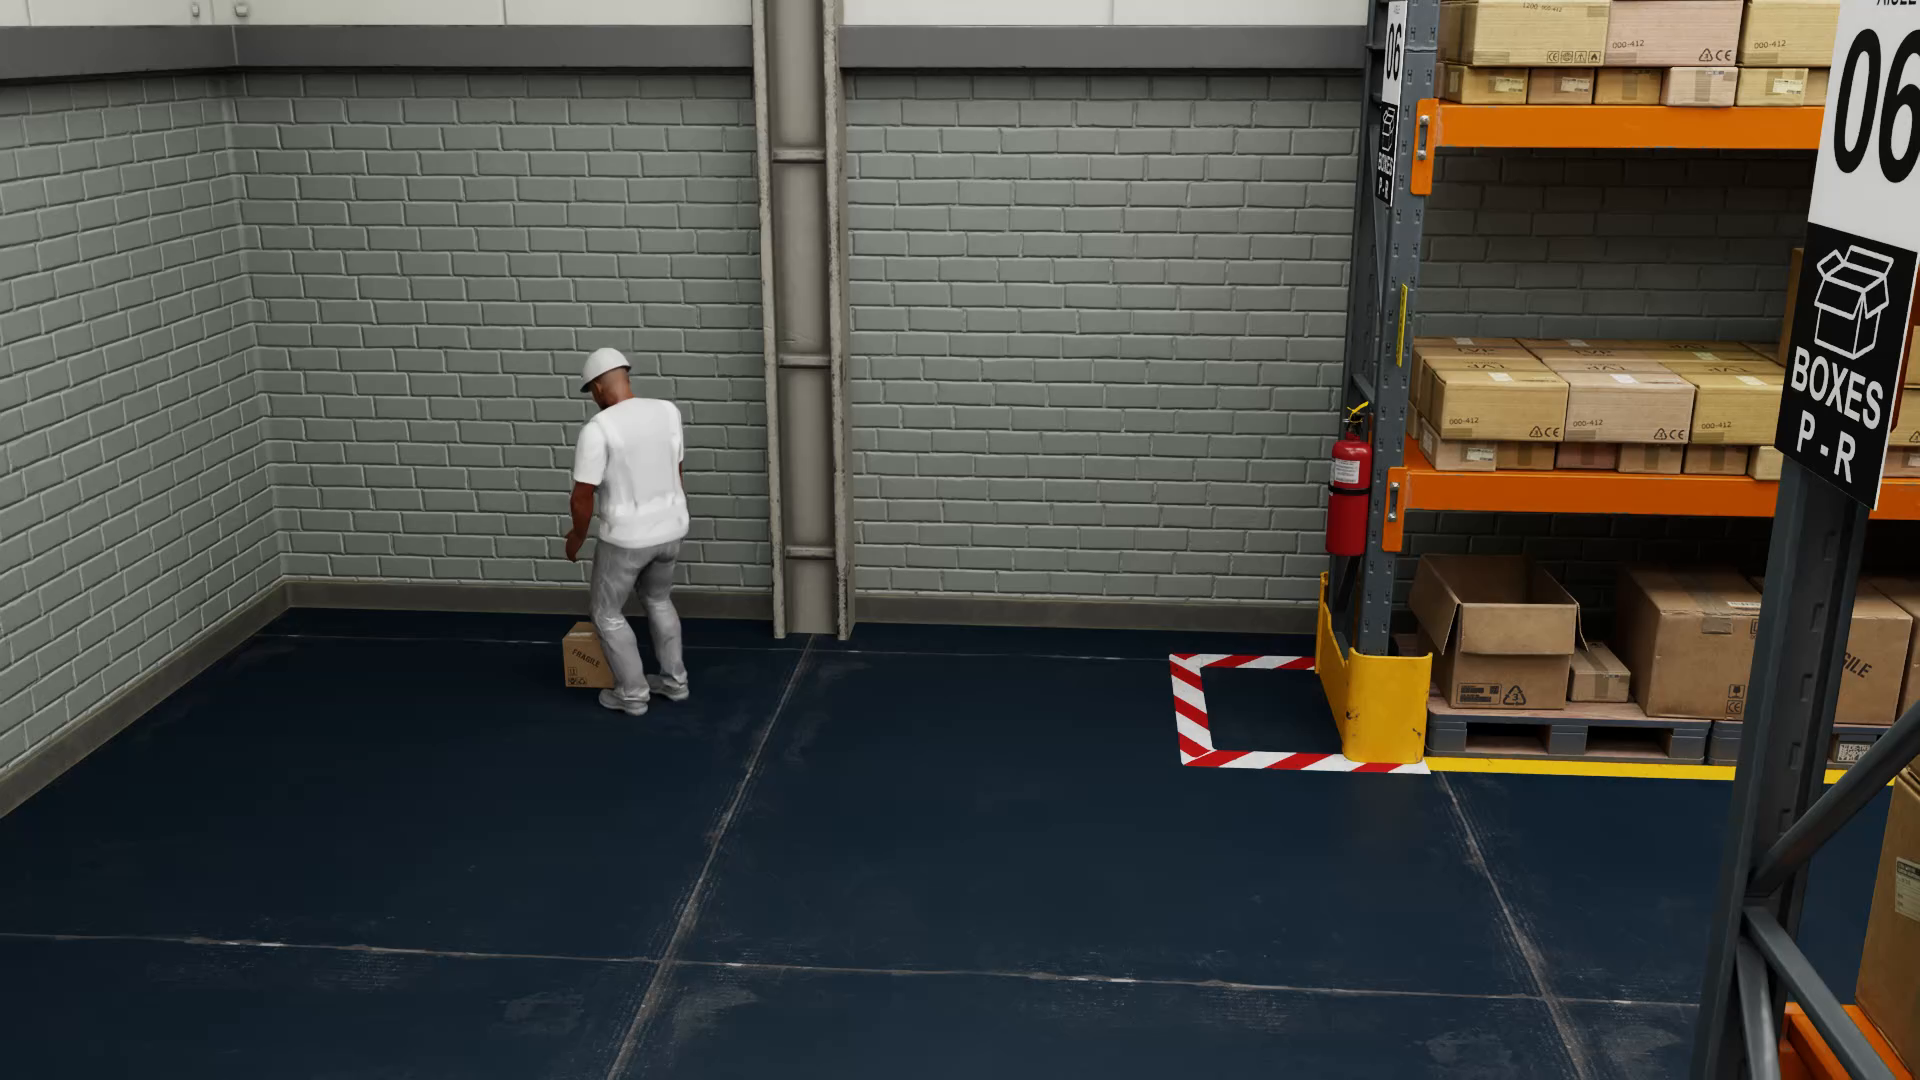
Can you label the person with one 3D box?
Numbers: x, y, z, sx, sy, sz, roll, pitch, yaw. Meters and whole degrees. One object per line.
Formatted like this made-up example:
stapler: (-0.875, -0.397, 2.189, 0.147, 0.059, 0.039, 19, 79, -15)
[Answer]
person: (-1.535, -0.036, 7.729, 0.472, 1.708, 0.595, 16, 24, 42)
